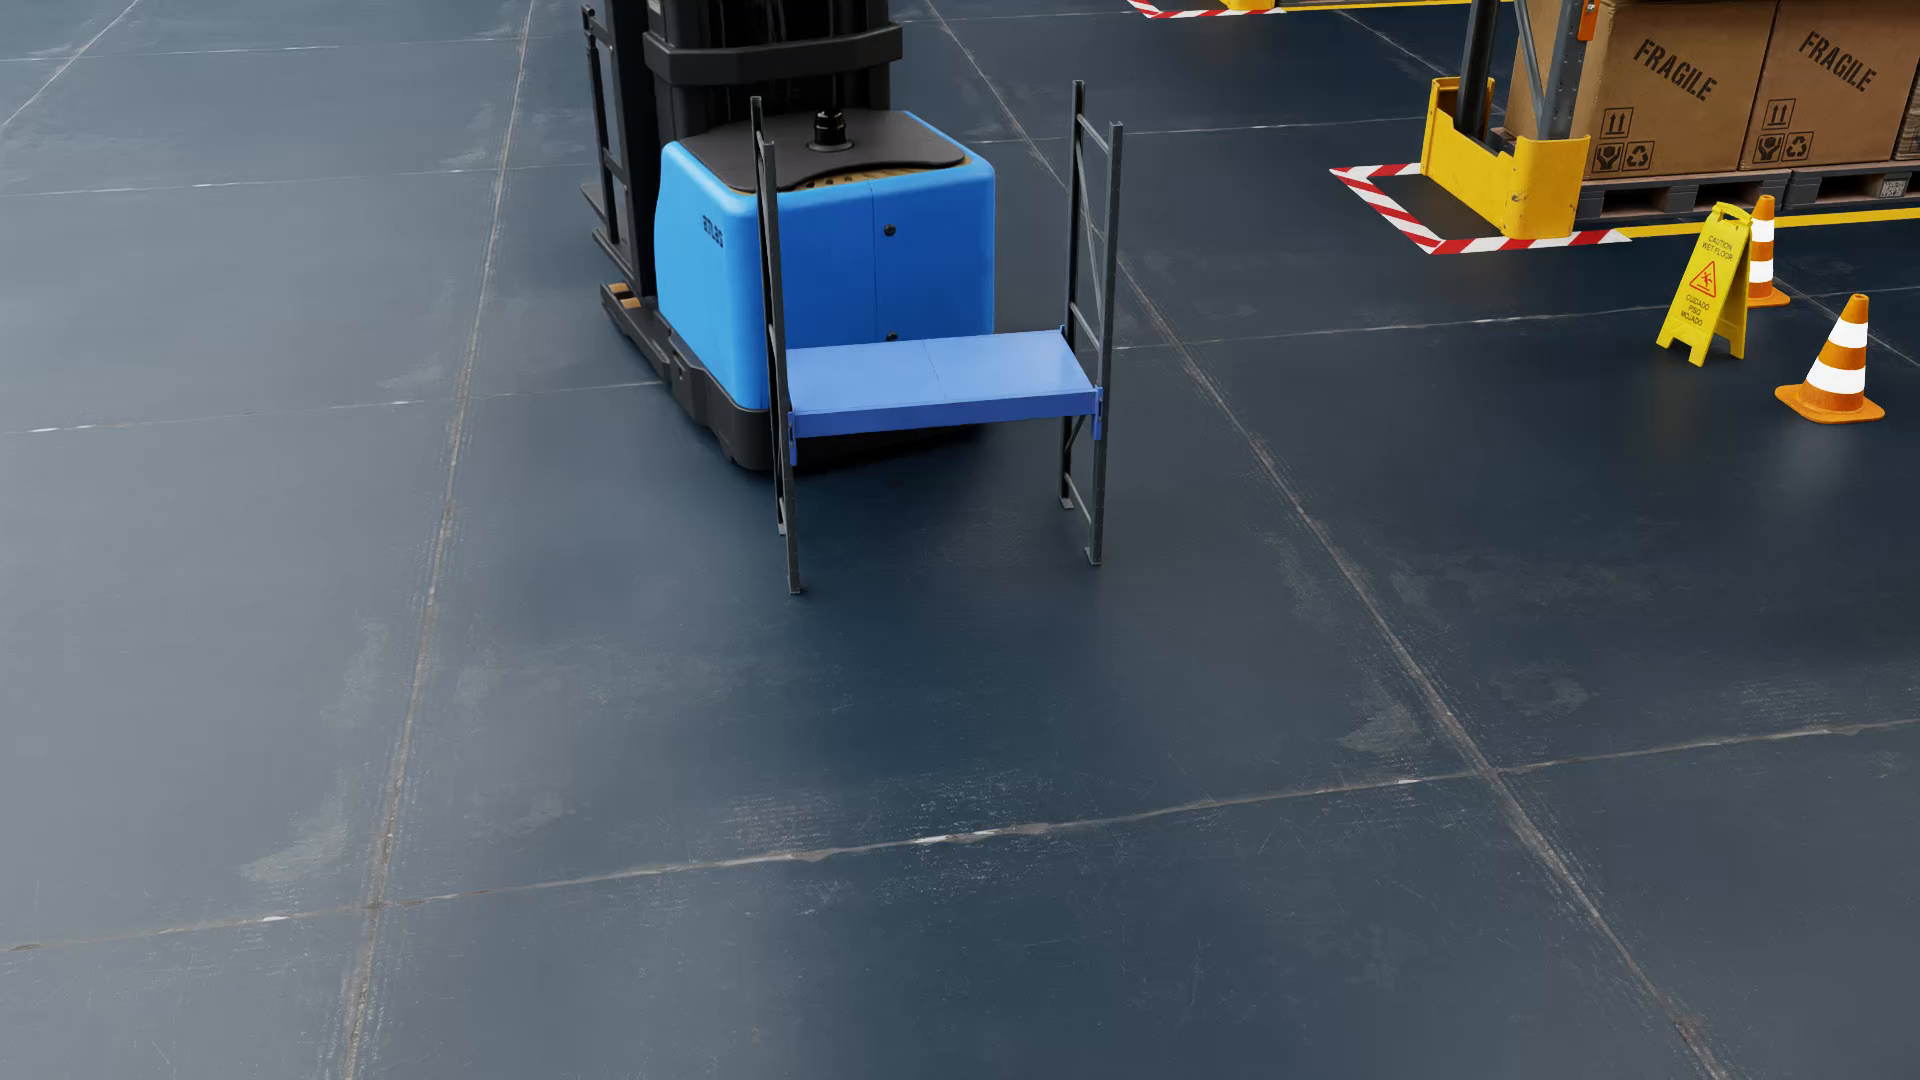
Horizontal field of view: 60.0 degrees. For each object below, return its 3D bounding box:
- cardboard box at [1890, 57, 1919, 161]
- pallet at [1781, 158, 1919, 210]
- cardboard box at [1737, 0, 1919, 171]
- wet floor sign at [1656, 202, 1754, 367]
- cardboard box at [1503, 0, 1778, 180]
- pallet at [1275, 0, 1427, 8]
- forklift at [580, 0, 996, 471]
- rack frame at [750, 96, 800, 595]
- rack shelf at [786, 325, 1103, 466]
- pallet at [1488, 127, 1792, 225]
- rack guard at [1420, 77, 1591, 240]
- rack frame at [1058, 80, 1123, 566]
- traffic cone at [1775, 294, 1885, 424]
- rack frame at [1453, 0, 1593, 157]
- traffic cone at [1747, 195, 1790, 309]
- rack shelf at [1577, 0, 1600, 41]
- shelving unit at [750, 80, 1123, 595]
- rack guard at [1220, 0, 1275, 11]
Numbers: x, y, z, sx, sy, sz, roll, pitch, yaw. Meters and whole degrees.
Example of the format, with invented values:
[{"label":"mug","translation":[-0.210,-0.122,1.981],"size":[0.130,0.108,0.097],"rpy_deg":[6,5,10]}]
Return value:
[{"label":"cardboard box","translation":[5.257,-2.615,8.919],"size":[0.875,0.875,0.875],"rpy_deg":[-5,31,-9]},{"label":"pallet","translation":[4.809,-2.111,9.131],"size":[1.213,0.211,1.003],"rpy_deg":[-5,31,-9]},{"label":"cardboard box","translation":[4.360,-2.532,8.779],"size":[0.875,0.875,0.875],"rpy_deg":[-6,31,-10]},{"label":"wet floor sign","translation":[3.167,-1.086,6.961],"size":[0.232,0.644,0.267],"rpy_deg":[-11,32,-17]},{"label":"cardboard box","translation":[3.494,-2.451,8.641],"size":[0.875,0.875,0.875],"rpy_deg":[-5,31,-9]},{"label":"pallet","translation":[2.926,-4.435,13.084],"size":[1.213,0.211,1.003],"rpy_deg":[-5,31,-9]},{"label":"forklift","translation":[-0.948,-2.240,6.668],"size":[1.130,2.935,3.031],"rpy_deg":[-14,33,-22]},{"label":"rack frame","translation":[-0.584,-0.592,5.278],"size":[0.032,1.500,0.500],"rpy_deg":[-5,31,-9]},{"label":"rack shelf","translation":[-0.084,-0.484,5.448],"size":[1.000,0.185,0.538],"rpy_deg":[-5,31,-9]},{"label":"pallet","translation":[3.612,-2.001,8.945],"size":[1.213,0.211,1.003],"rpy_deg":[-5,31,-9]},{"label":"rack guard","translation":[2.816,-2.011,8.677],"size":[0.348,0.500,1.175],"rpy_deg":[-5,31,-9]},{"label":"rack frame","translation":[0.416,-0.685,5.436],"size":[0.032,1.500,0.500],"rpy_deg":[-5,31,-9]},{"label":"traffic cone","translation":[3.487,-0.744,6.558],"size":[0.334,0.463,0.336],"rpy_deg":[-5,31,-9]},{"label":"rack frame","translation":[2.839,-3.091,8.047],"size":[0.127,3.000,1.000],"rpy_deg":[-5,31,-9]},{"label":"traffic cone","translation":[3.617,-1.338,7.569],"size":[0.334,0.463,0.336],"rpy_deg":[-5,31,-9]},{"label":"rack shelf","translation":[4.807,-2.963,8.540],"size":[4.000,0.370,1.077],"rpy_deg":[-5,31,-9]},{"label":"shelving unit","translation":[-0.084,-0.639,5.357],"size":[1.048,1.500,0.538],"rpy_deg":[-5,31,-9]},{"label":"rack guard","translation":[2.120,-4.503,12.914],"size":[0.348,0.500,1.175],"rpy_deg":[-5,31,-9]}]
